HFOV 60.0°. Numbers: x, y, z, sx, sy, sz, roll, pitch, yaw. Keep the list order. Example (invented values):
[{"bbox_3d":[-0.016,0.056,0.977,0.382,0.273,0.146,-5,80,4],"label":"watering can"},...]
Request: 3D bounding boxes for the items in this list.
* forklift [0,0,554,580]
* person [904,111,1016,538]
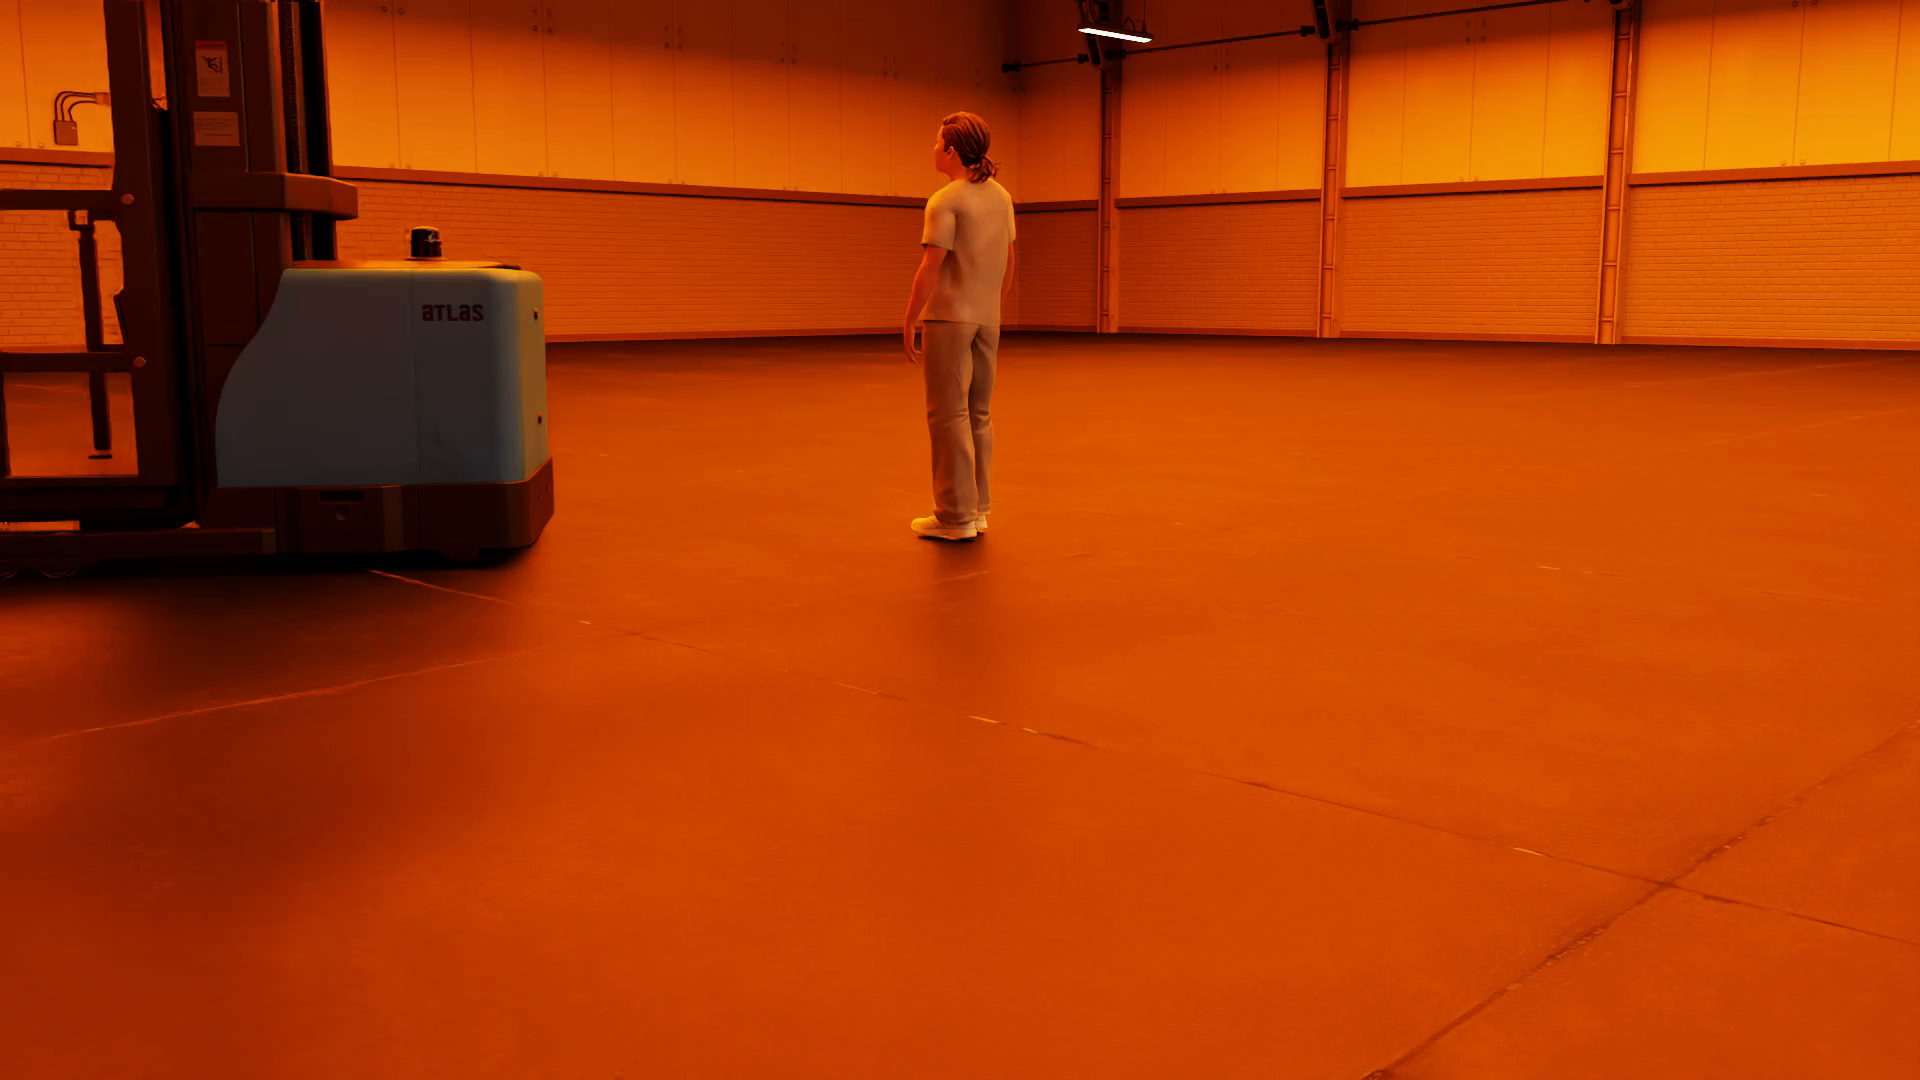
[{"bbox_3d":[-3.138,-1.393,6.127,3.031,2.935,1.130,-1,9,-8],"label":"forklift"},{"bbox_3d":[-0.044,-0.845,6.652,0.548,1.673,0.550,8,12,43],"label":"person"}]
